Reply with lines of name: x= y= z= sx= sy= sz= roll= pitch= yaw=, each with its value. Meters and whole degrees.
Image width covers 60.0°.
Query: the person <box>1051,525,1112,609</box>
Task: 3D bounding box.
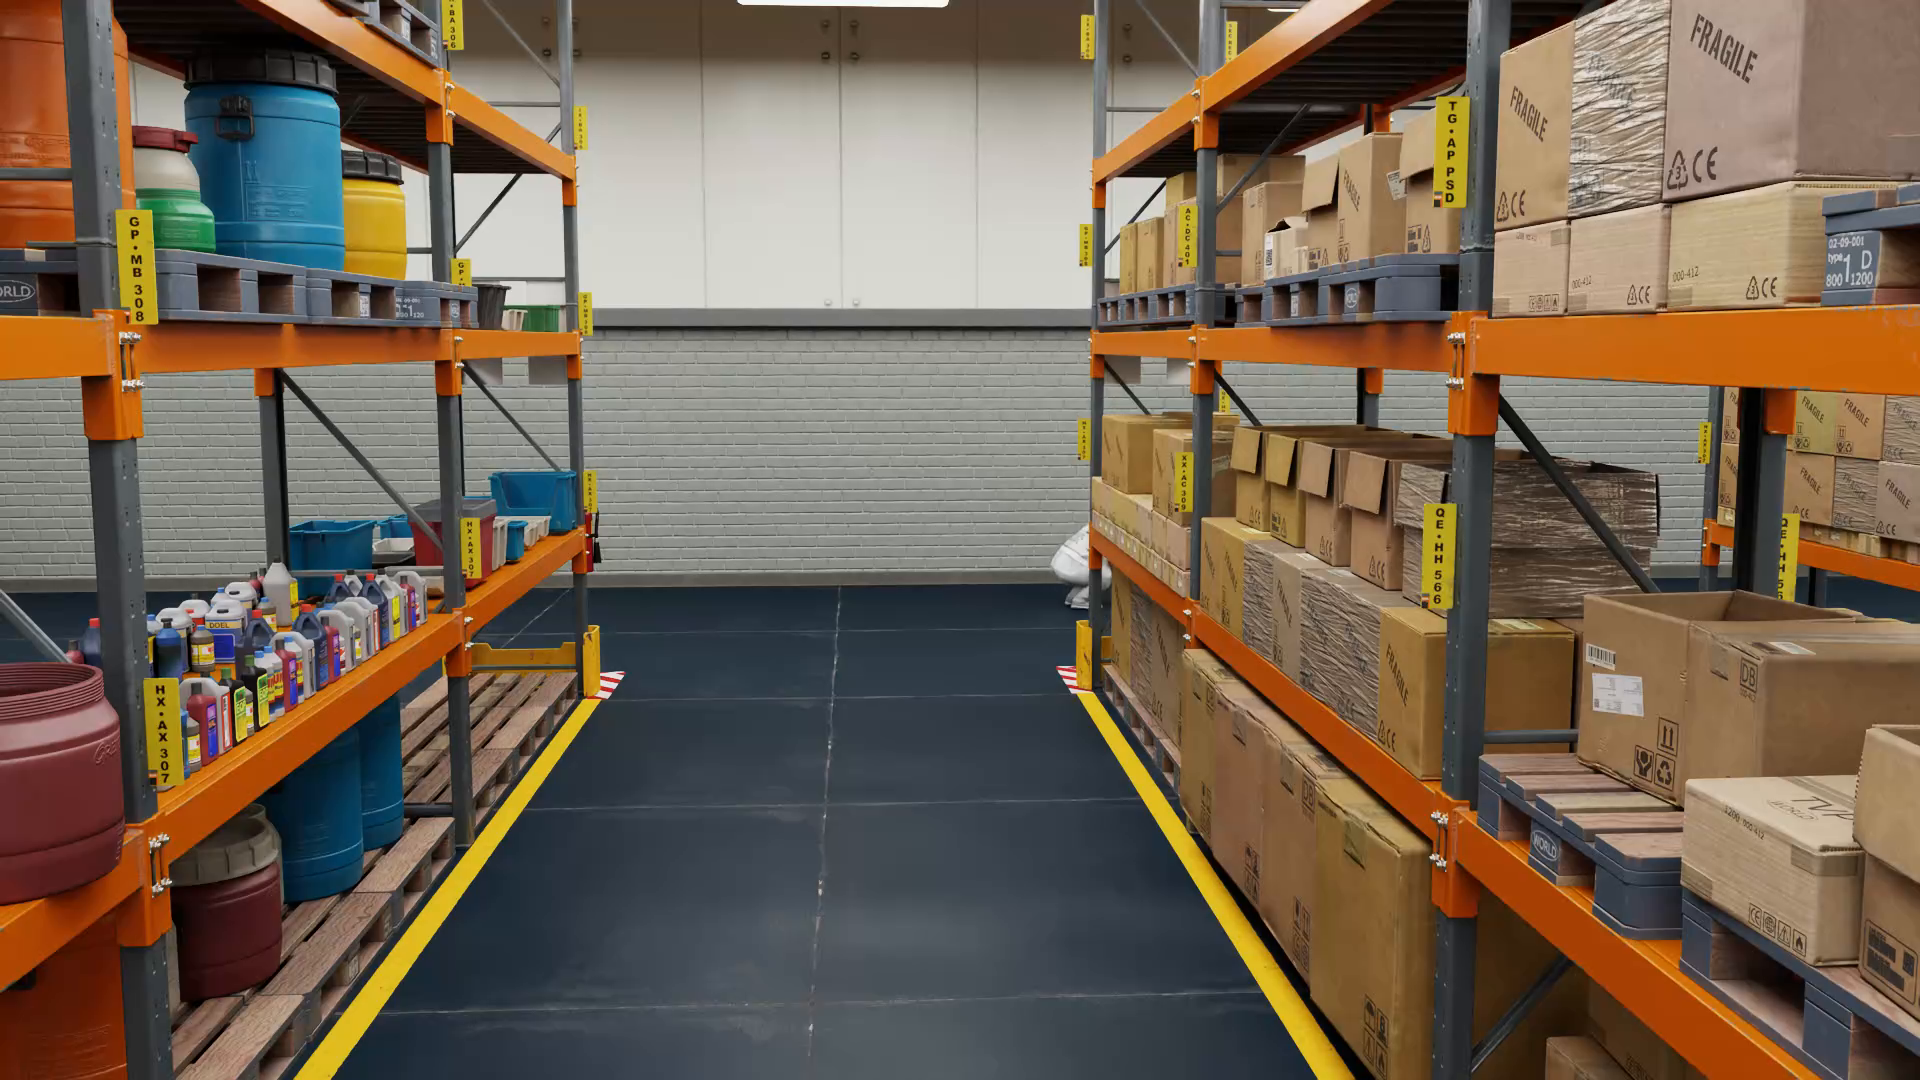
person: x=1.397 y=0.204 z=17.201 sx=0.908 sy=1.012 sz=0.537 roll=-1 pitch=7 yaw=-4
